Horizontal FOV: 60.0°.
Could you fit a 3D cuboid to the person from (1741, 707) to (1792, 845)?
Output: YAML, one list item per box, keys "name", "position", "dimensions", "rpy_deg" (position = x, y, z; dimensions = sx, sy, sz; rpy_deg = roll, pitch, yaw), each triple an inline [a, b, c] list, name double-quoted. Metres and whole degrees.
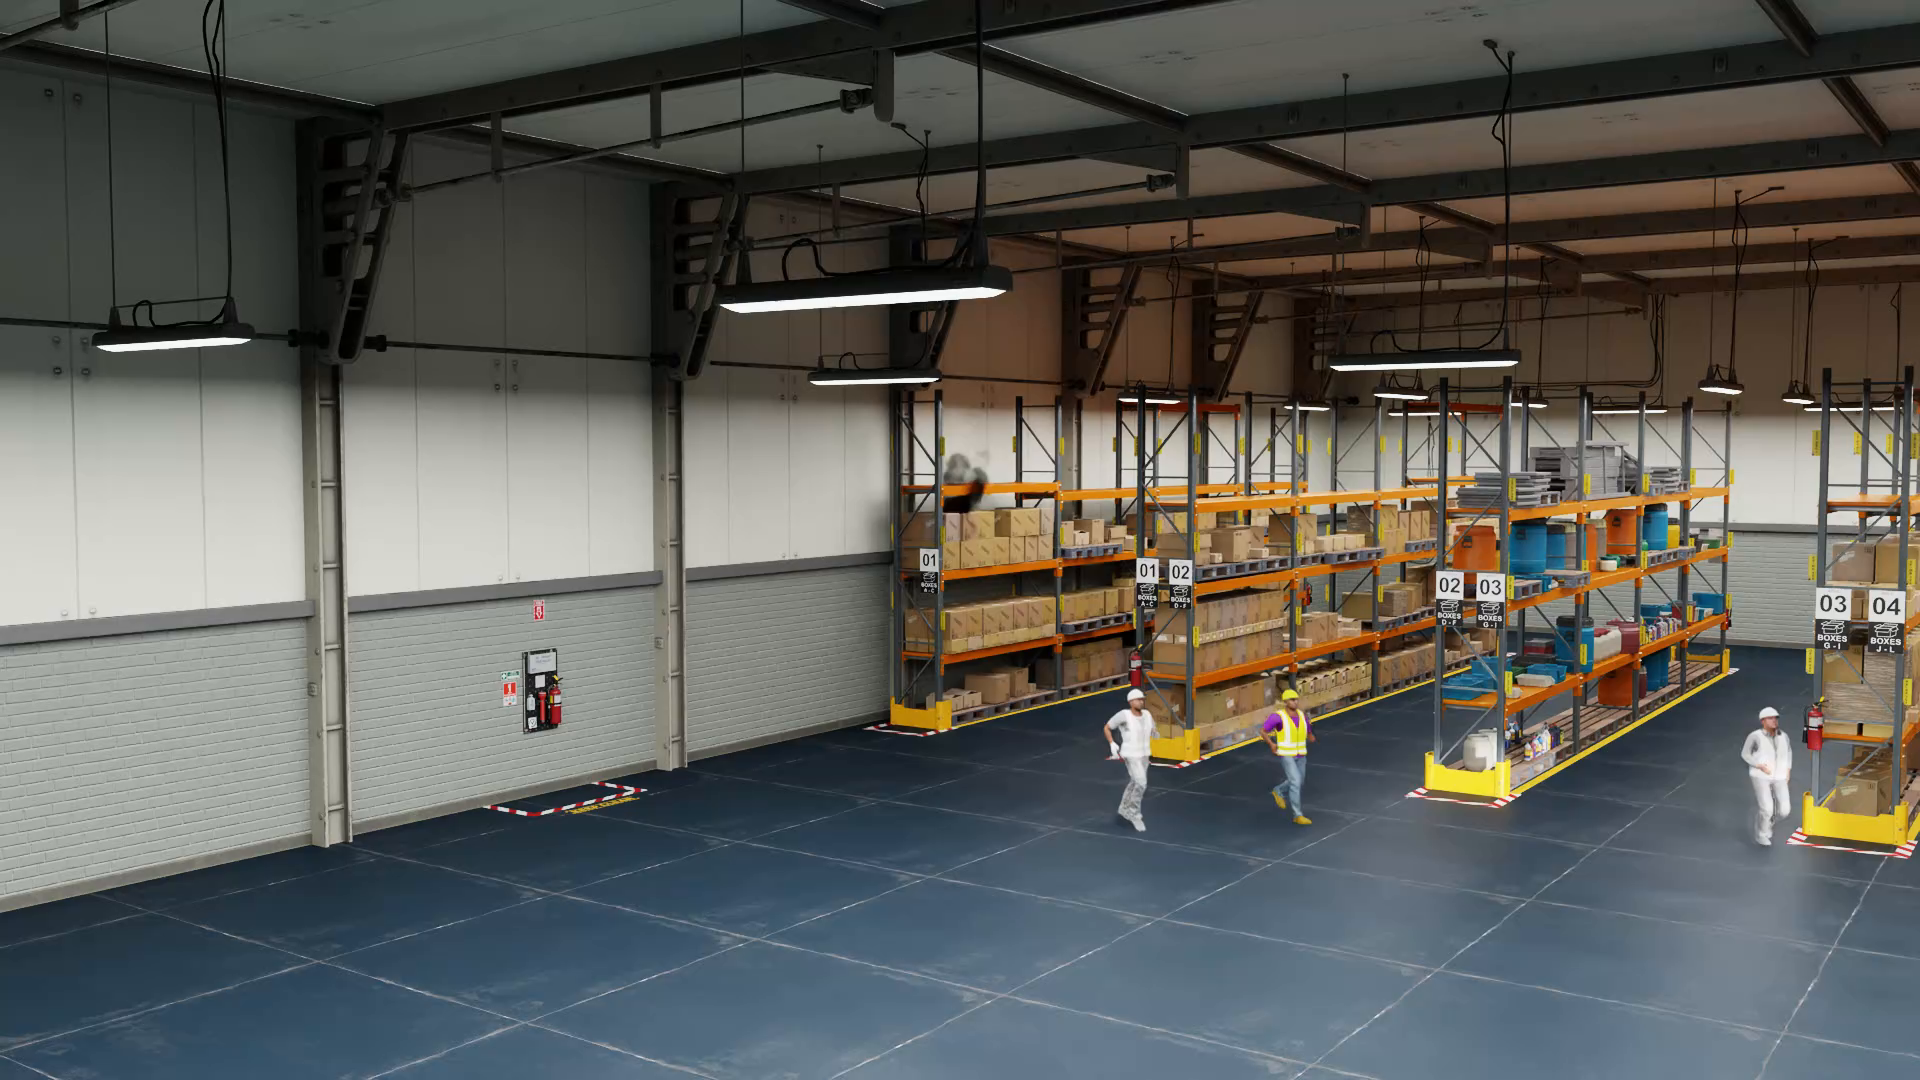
- name: "person"
  position: [10.142, 2.957, 20.823]
  dimensions: [0.667, 1.720, 0.582]
  rpy_deg: [0, 3, 0]

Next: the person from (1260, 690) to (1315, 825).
- name: "person"
  position: [4.419, 2.871, 22.212]
  dimensions: [0.713, 1.747, 0.922]
  rpy_deg: [-2, 4, -27]

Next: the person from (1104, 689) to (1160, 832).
- name: "person"
  position: [2.315, 2.881, 21.865]
  dimensions: [0.657, 1.842, 0.768]
  rpy_deg: [-3, 4, -39]
